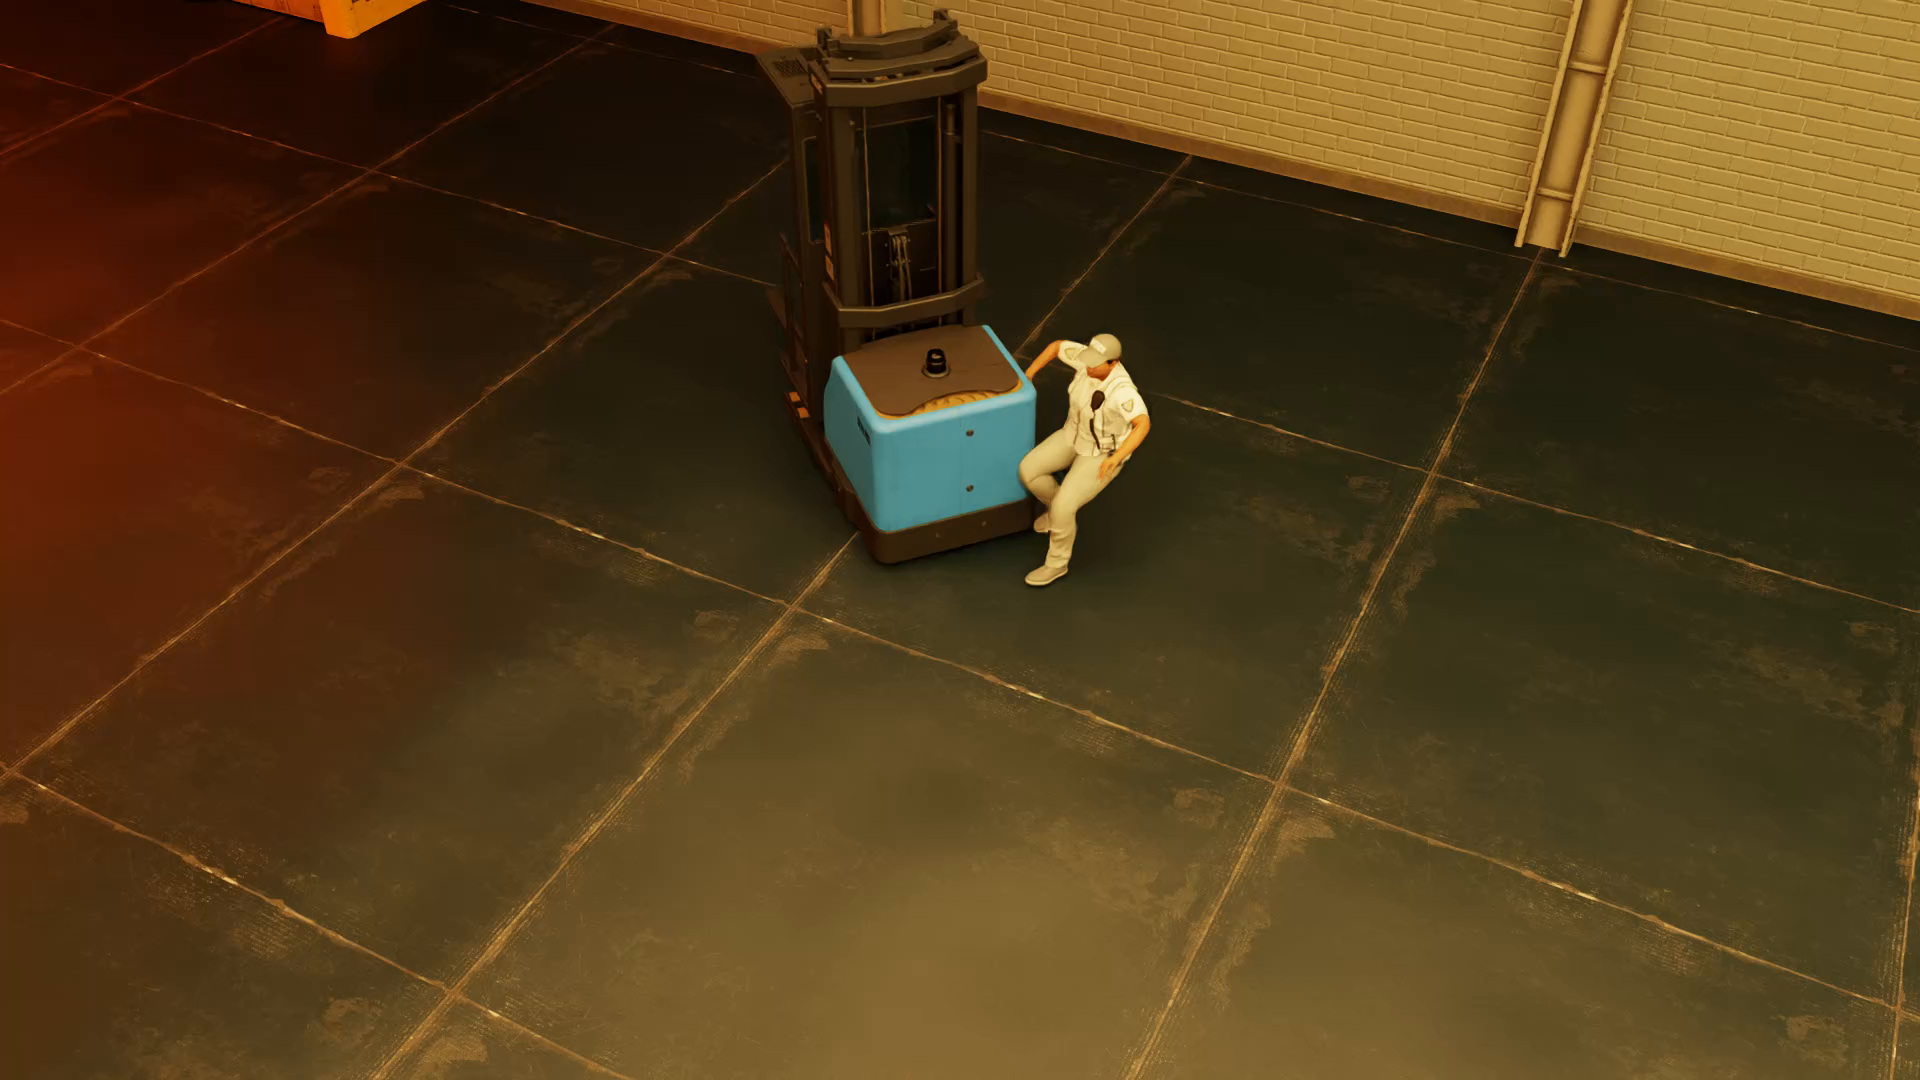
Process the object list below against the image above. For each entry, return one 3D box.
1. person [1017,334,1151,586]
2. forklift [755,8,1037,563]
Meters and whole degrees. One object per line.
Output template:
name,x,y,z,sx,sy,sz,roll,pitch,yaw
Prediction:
person,0.637,-0.517,9.725,0.809,1.473,1.039,-24,46,-26
forklift,-0.547,-1.935,10.284,1.130,2.935,3.031,-14,42,-16
